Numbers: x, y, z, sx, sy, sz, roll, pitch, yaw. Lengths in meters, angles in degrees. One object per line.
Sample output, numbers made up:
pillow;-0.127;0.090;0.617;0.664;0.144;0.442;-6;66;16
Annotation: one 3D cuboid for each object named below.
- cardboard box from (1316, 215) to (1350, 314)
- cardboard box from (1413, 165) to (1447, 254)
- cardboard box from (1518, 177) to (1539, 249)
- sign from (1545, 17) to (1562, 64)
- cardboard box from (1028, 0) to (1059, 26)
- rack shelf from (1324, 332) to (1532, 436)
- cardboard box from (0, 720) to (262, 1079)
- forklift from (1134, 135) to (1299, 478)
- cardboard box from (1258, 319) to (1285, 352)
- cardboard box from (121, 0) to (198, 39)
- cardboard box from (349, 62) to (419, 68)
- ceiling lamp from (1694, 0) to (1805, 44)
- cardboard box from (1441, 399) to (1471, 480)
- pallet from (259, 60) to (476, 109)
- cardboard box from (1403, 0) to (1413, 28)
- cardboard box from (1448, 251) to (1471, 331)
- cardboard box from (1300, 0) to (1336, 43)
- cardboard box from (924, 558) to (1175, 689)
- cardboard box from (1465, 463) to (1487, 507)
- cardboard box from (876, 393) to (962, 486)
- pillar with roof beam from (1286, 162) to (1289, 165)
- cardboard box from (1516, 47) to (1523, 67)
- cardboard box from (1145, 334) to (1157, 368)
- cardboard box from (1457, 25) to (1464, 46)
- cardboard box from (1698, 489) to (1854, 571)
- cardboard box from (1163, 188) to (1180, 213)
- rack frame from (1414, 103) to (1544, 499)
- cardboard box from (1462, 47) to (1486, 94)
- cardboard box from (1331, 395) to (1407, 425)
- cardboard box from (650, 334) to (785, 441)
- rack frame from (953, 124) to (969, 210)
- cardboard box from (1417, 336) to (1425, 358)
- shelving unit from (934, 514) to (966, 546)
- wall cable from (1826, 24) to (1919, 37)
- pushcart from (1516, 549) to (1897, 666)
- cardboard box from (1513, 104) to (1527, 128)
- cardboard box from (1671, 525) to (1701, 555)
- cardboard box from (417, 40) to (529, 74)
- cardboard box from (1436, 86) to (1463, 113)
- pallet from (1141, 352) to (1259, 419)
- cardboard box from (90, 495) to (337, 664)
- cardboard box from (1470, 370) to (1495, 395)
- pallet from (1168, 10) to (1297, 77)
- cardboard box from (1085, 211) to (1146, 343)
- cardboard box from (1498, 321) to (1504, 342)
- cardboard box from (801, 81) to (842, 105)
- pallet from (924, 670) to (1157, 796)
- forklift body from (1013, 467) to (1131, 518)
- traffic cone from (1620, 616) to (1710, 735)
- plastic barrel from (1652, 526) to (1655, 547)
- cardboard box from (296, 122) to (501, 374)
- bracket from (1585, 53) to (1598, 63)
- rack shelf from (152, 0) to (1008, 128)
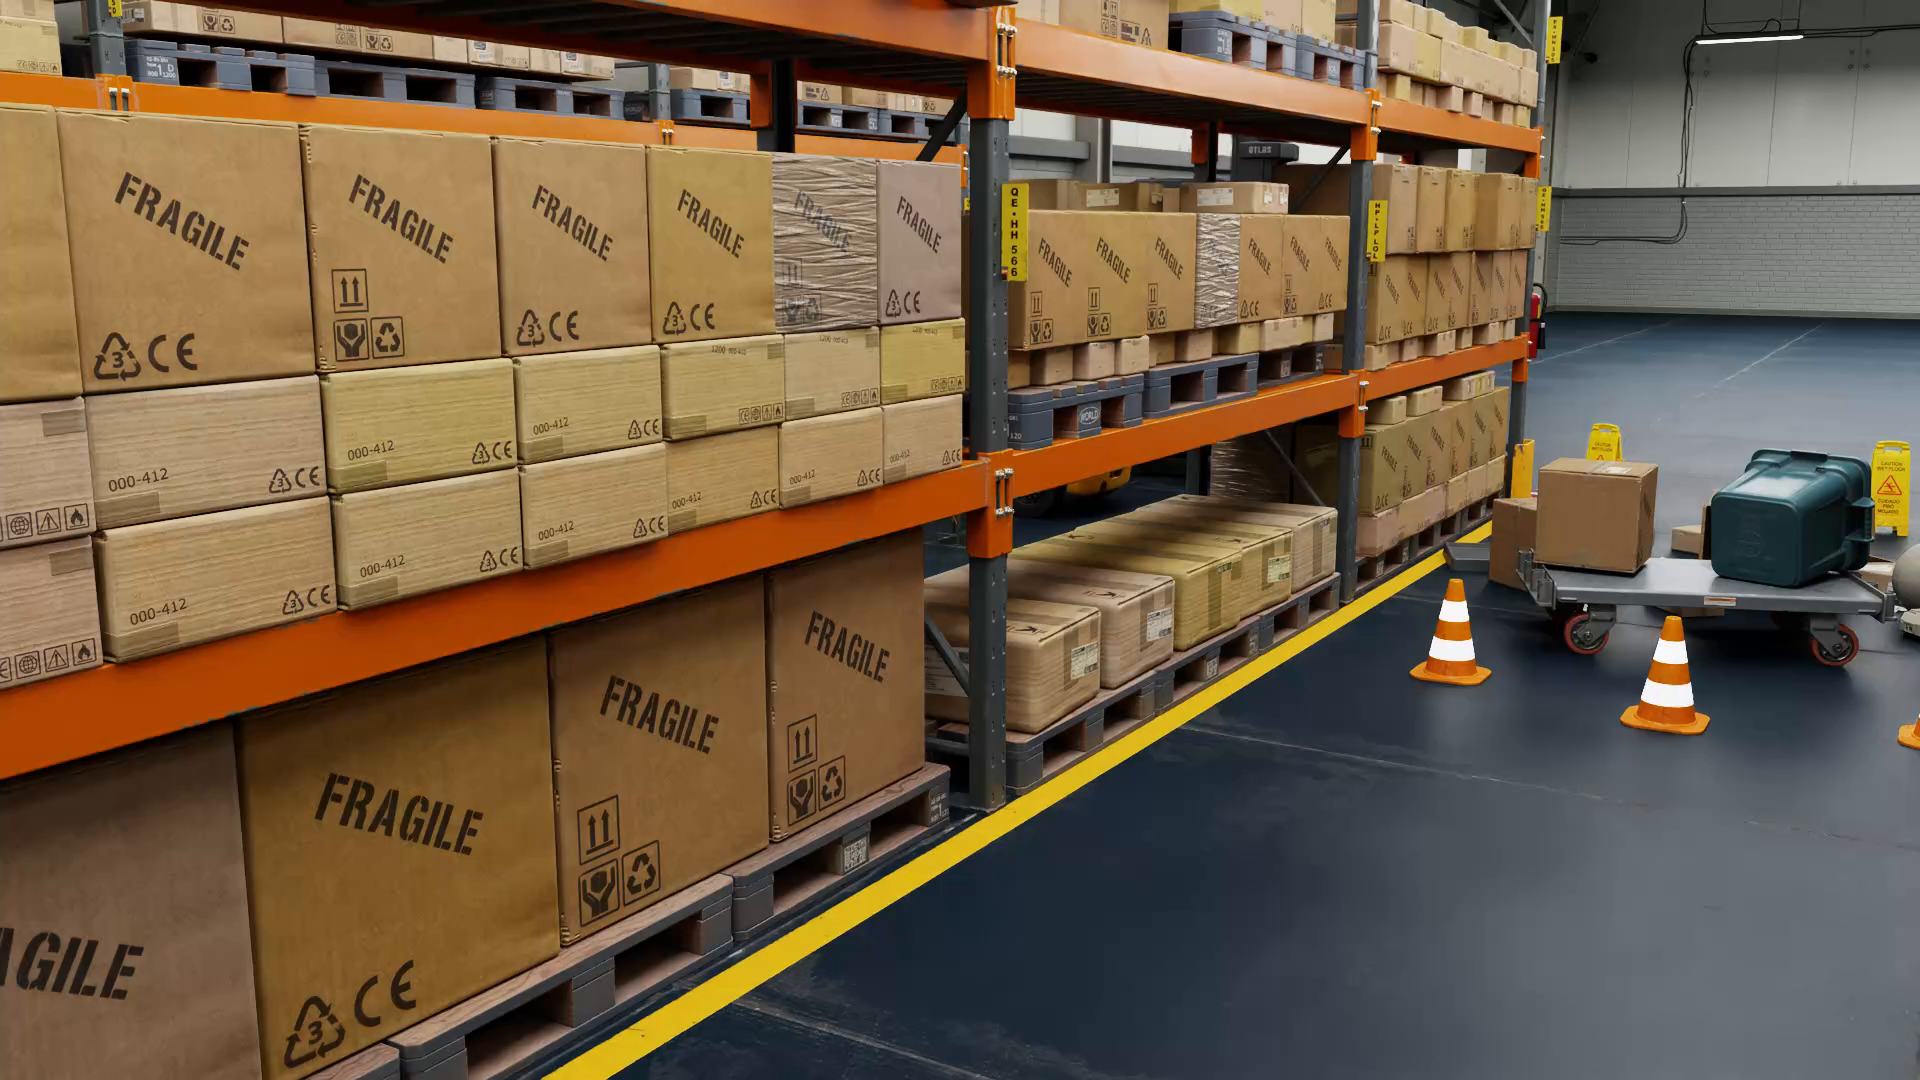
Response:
cardboard box;1.744;-1.468;8.836;0.500;0.500;0.500;6;12;30
cardboard box;2.485;-1.974;9.965;0.700;0.500;0.500;6;12;31
cardboard box;3.786;-2.375;12.107;0.700;0.500;0.500;6;12;29
sign;4.328;-3.643;12.119;0.100;0.325;0.005;6;12;31
cardboard box;0.152;-2.013;6.185;0.396;0.266;0.258;6;12;31
rack shelf;2.826;-1.121;11.163;1.077;0.370;4.000;6;12;31
cardboard box;-2.112;0.830;3.414;0.875;0.875;0.875;7;13;32
forklift;2.034;-2.064;14.427;3.031;2.935;1.130;3;11;16
cardboard box;1.372;-1.012;8.164;0.380;0.149;0.250;7;12;31
cardboard box;-4.093;-2.646;8.422;0.380;0.166;0.250;6;12;31
cardboard box;-3.493;-2.962;10.111;0.380;0.166;0.250;6;12;31
ceiling lamp;16.117;-11.714;33.625;2.000;3.185;0.800;6;12;31
cardboard box;3.135;-0.701;11.255;0.500;0.500;0.500;6;12;29
pallet;-3.679;-2.678;9.884;1.003;0.211;1.213;7;13;33
cardboard box;2.340;-2.965;9.421;0.380;0.149;0.250;7;13;32
cardboard box;3.012;-1.639;10.891;0.500;0.500;0.500;7;12;31
cardboard box;1.608;-2.662;8.551;0.500;0.250;0.500;6;12;30
cardboard box;0.389;0.349;7.353;0.950;0.372;0.625;6;12;30
cardboard box;3.399;-0.411;11.743;0.500;0.250;0.500;6;12;31
cardboard box;-0.330;-0.353;5.513;0.500;0.250;0.500;6;12;29
pillar with roof beam;8.398;-6.665;22.513;9.100;9.000;0.400;6;12;31
cardboard box;3.774;-3.414;11.818;0.380;0.149;0.250;7;12;32
cardboard box;0.615;-0.814;7.108;0.380;0.149;0.250;7;13;34
cardboard box;2.967;-3.174;10.536;0.380;0.149;0.250;7;13;32
cardboard box;4.638;0.037;9.436;0.797;0.637;0.503;6;12;31
cardboard box;1.241;-1.841;9.067;0.380;0.149;0.250;6;12;30
rack frame;3.864;-1.790;12.777;1.000;3.000;0.127;6;12;31
cardboard box;3.041;-2.990;10.634;0.500;0.250;0.500;7;12;31
cardboard box;2.441;-0.784;9.934;0.380;0.149;0.250;7;12;32
cardboard box;-0.835;-0.440;4.614;0.500;0.250;0.500;6;12;29
rack frame;-0.380;-2.263;15.307;1.000;3.000;0.127;6;12;31
cardboard box;2.694;-1.226;10.448;0.380;0.149;0.250;6;12;30
shelving unit;-0.028;-0.508;11.227;0.215;1.050;0.252;6;12;31
wall cable;21.680;-12.881;38.074;3.097;2.526;0.112;6;12;31
pushcart;3.762;0.338;8.536;1.648;0.377;0.936;2;11;11
cardboard box;3.817;-3.015;11.856;0.380;0.149;0.250;6;12;31
cardboard box;4.911;0.011;10.908;0.250;0.149;0.380;-6;12;-28
cardboard box;-3.023;-3.062;10.253;0.500;0.311;0.500;6;12;29
cardboard box;2.903;-2.731;10.338;0.380;0.149;0.250;6;12;30
pallet;0.704;-0.752;7.758;1.003;0.211;1.213;6;12;31
cardboard box;-1.644;0.046;3.380;0.500;0.250;0.500;6;12;29
cardboard box;3.538;-1.117;11.714;0.380;0.149;0.250;7;13;32
pallet;0.840;-2.292;7.820;1.213;0.211;1.003;6;12;31
cardboard box;0.407;-1.065;6.682;0.500;0.500;0.500;7;13;34
cardboard box;3.665;-1.498;11.903;0.380;0.149;0.250;6;12;30
cardboard box;-1.355;-3.711;13.196;0.797;0.503;0.637;7;13;33
pallet;0.118;0.716;6.968;1.003;0.211;1.213;6;12;31
forklift body;0.195;-1.374;12.861;2.313;2.155;1.214;6;12;31
traffic cone;3.045;0.556;7.140;0.336;0.463;0.334;6;12;31
plastic barrel;4.086;-0.054;10.506;0.421;0.421;0.512;-4;11;-18
cardboard box;-1.389;-0.646;3.679;0.500;0.500;0.500;6;12;29
bracket;15.813;-12.080;41.659;0.235;0.232;0.430;6;12;31
rack shelf;-1.327;-1.338;4.166;1.077;0.370;4.000;6;12;31
